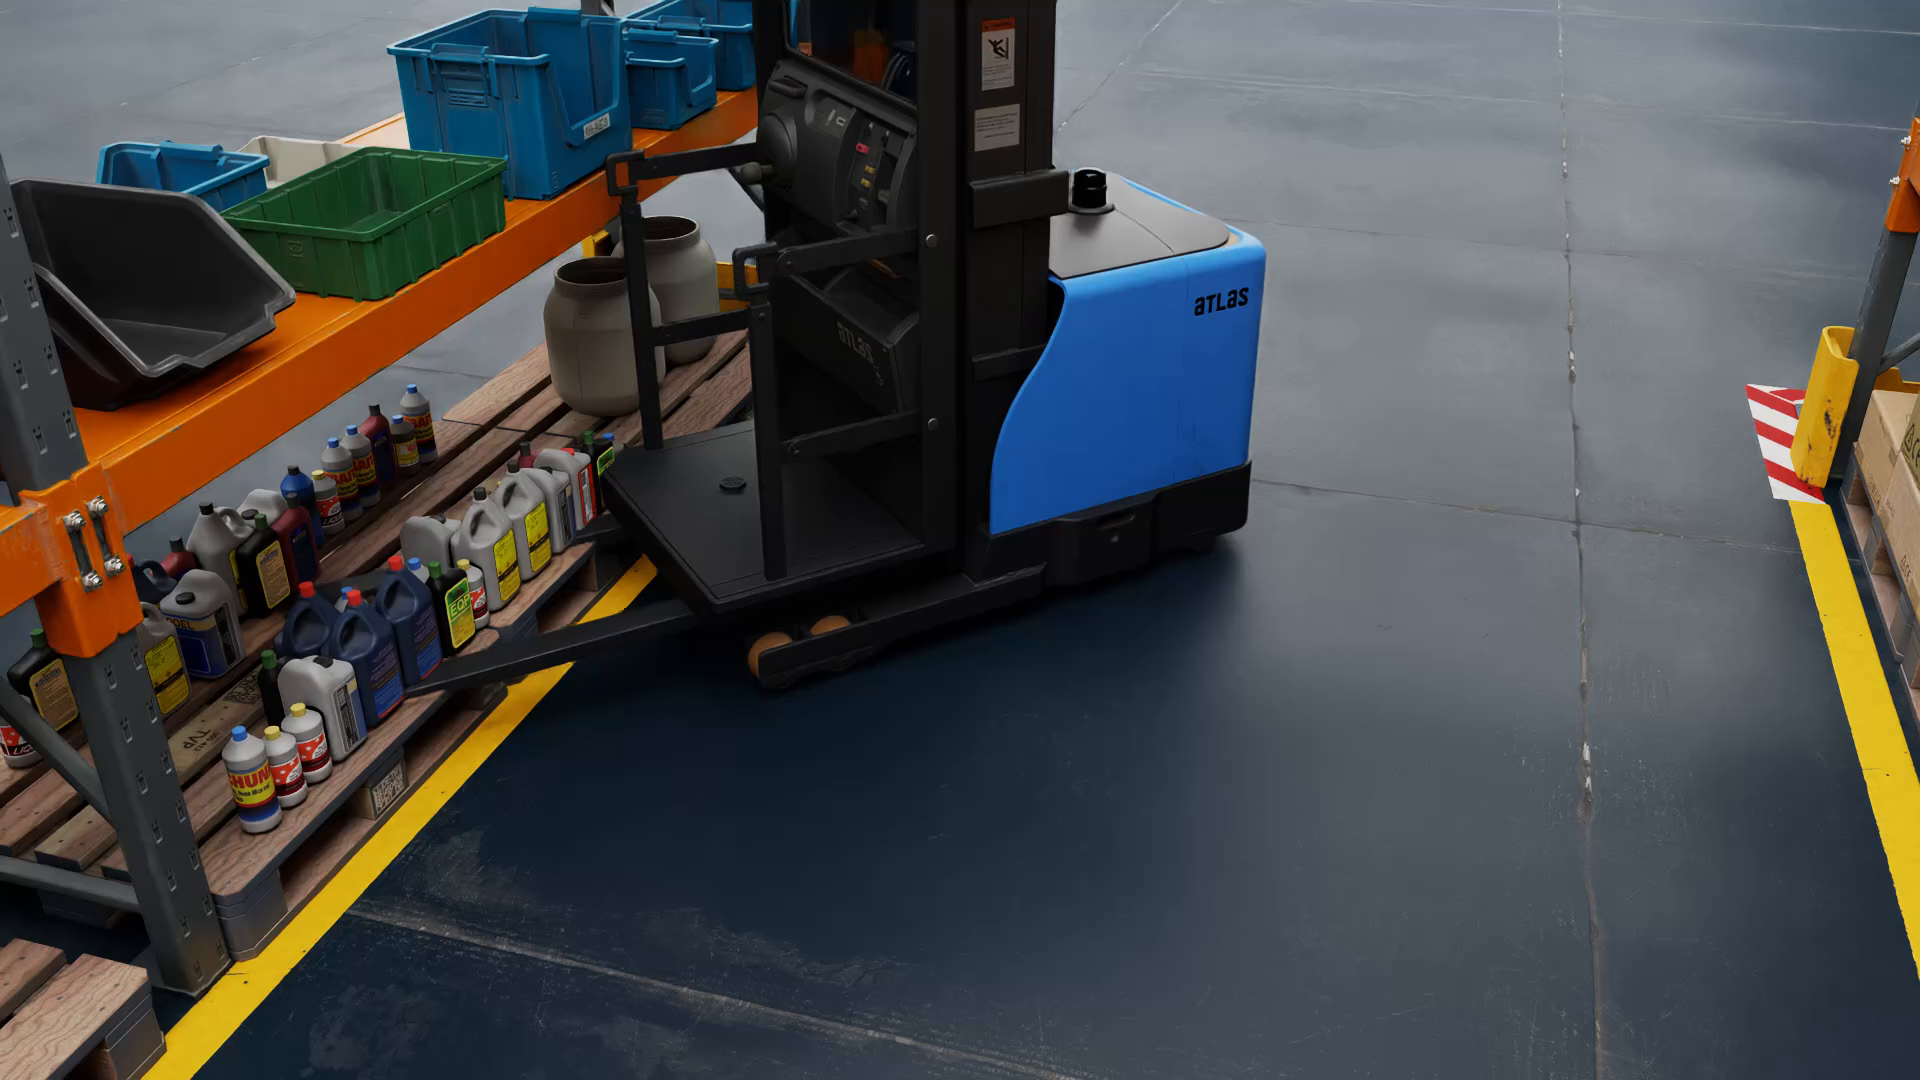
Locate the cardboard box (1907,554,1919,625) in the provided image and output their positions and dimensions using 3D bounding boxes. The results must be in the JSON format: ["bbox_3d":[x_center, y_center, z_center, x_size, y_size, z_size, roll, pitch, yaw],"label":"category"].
[{"bbox_3d":[3.028,0.203,4.696,0.500,0.250,0.500,8,30,15],"label":"cardboard box"}]

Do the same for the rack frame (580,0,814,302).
[{"bbox_3d":[-1.046,-2.206,6.630,1.000,3.000,0.127,8,30,15],"label":"rack frame"}]

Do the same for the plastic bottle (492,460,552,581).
[{"bbox_3d":[-1.351,-0.070,5.062,0.144,0.351,0.185,10,31,17],"label":"plastic bottle"}]

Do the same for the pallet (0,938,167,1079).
[{"bbox_3d":[-2.413,1.242,3.301,1.003,0.211,1.213,8,30,15],"label":"pallet"}]

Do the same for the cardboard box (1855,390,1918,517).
[{"bbox_3d":[3.318,-0.262,5.532,0.500,0.250,0.500,8,30,15],"label":"cardboard box"}]

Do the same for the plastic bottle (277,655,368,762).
[{"bbox_3d":[-1.638,0.411,4.275,0.152,0.276,0.135,10,30,17],"label":"plastic bottle"}]

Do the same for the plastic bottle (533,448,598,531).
[{"bbox_3d":[-1.266,-0.179,5.335,0.152,0.276,0.135,9,30,15],"label":"plastic bottle"}]

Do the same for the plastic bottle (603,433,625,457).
[{"bbox_3d":[-1.166,-0.260,5.557,0.097,0.201,0.097,0,29,0],"label":"plastic bottle"}]

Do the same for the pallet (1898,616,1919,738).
[{"bbox_3d":[3.144,0.647,4.369,1.003,0.211,1.213,8,30,15],"label":"pallet"}]

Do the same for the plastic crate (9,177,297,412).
[{"bbox_3d":[-1.944,-0.545,3.709,0.767,0.338,0.504,8,30,15],"label":"plastic crate"}]

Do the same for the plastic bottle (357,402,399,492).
[{"bbox_3d":[-1.960,-0.311,5.565,0.061,0.283,0.133,9,30,16],"label":"plastic bottle"}]

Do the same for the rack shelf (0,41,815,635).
[{"bbox_3d":[-1.633,-0.962,5.135,1.077,0.370,4.000,8,30,15],"label":"rack shelf"}]

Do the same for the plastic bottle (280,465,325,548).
[{"bbox_3d":[-2.065,-0.108,5.213,0.097,0.271,0.097,0,29,0],"label":"plastic bottle"}]

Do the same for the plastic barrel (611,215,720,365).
[{"bbox_3d":[-1.166,-0.986,6.564,0.421,0.512,0.421,0,29,0],"label":"plastic barrel"}]

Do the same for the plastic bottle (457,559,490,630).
[{"bbox_3d":[-1.425,0.151,4.818,0.097,0.201,0.097,0,29,0],"label":"plastic bottle"}]

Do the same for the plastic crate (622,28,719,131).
[{"bbox_3d":[-1.103,-1.565,5.631,0.499,0.251,0.408,8,30,15],"label":"plastic crate"}]

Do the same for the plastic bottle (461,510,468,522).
[{"bbox_3d":[-1.480,-0.001,5.093,0.097,0.201,0.097,0,29,0],"label":"plastic bottle"}]

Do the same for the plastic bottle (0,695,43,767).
[{"bbox_3d":[-2.411,0.470,4.245,0.097,0.201,0.097,0,29,0],"label":"plastic bottle"}]

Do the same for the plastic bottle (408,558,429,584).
[{"bbox_3d":[-1.523,0.175,4.703,0.097,0.271,0.097,0,29,0],"label":"plastic bottle"}]

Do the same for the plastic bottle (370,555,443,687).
[{"bbox_3d":[-1.531,0.214,4.551,0.144,0.351,0.185,7,30,13],"label":"plastic bottle"}]

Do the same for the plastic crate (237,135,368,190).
[{"bbox_3d":[-1.985,-1.023,4.774,0.530,0.136,0.437,8,30,15],"label":"plastic crate"}]

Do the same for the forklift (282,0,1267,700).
[{"bbox_3d":[-0.549,-1.130,4.767,3.031,2.935,1.130,-16,33,-26],"label":"forklift"}]

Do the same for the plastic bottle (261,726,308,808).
[{"bbox_3d":[-1.677,0.550,4.101,0.097,0.201,0.097,0,29,0],"label":"plastic bottle"}]

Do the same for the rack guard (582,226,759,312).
[{"bbox_3d":[-1.023,-1.072,7.163,1.175,0.500,0.348,8,30,15],"label":"rack guard"}]

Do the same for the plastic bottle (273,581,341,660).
[{"bbox_3d":[-1.724,0.281,4.431,0.144,0.351,0.185,8,30,15],"label":"plastic bottle"}]

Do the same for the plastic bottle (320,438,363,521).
[{"bbox_3d":[-2.006,-0.202,5.382,0.097,0.271,0.097,0,29,0],"label":"plastic bottle"}]

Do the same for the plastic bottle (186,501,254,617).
[{"bbox_3d":[-2.155,0.038,4.868,0.144,0.351,0.185,8,30,15],"label":"plastic bottle"}]

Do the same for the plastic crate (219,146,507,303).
[{"bbox_3d":[-1.551,-0.845,4.402,0.450,0.188,0.662,8,30,15],"label":"plastic crate"}]

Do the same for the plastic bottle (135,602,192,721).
[{"bbox_3d":[-2.168,0.298,4.401,0.144,0.351,0.185,8,30,15],"label":"plastic bottle"}]

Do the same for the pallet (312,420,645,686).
[{"bbox_3d":[-1.627,-0.004,5.540,1.003,0.211,1.213,8,30,15],"label":"pallet"}]

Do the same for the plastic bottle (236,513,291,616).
[{"bbox_3d":[-2.050,0.070,4.880,0.061,0.283,0.133,8,30,15],"label":"plastic bottle"}]

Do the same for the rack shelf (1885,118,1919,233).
[{"bbox_3d":[3.101,-0.254,3.861,1.077,0.370,4.000,8,30,15],"label":"rack shelf"}]

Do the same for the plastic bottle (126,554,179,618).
[{"bbox_3d":[-2.250,0.188,4.598,0.144,0.351,0.185,7,30,12],"label":"plastic bottle"}]

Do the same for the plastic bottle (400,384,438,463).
[{"bbox_3d":[-1.876,-0.408,5.752,0.097,0.271,0.097,0,29,0],"label":"plastic bottle"}]
